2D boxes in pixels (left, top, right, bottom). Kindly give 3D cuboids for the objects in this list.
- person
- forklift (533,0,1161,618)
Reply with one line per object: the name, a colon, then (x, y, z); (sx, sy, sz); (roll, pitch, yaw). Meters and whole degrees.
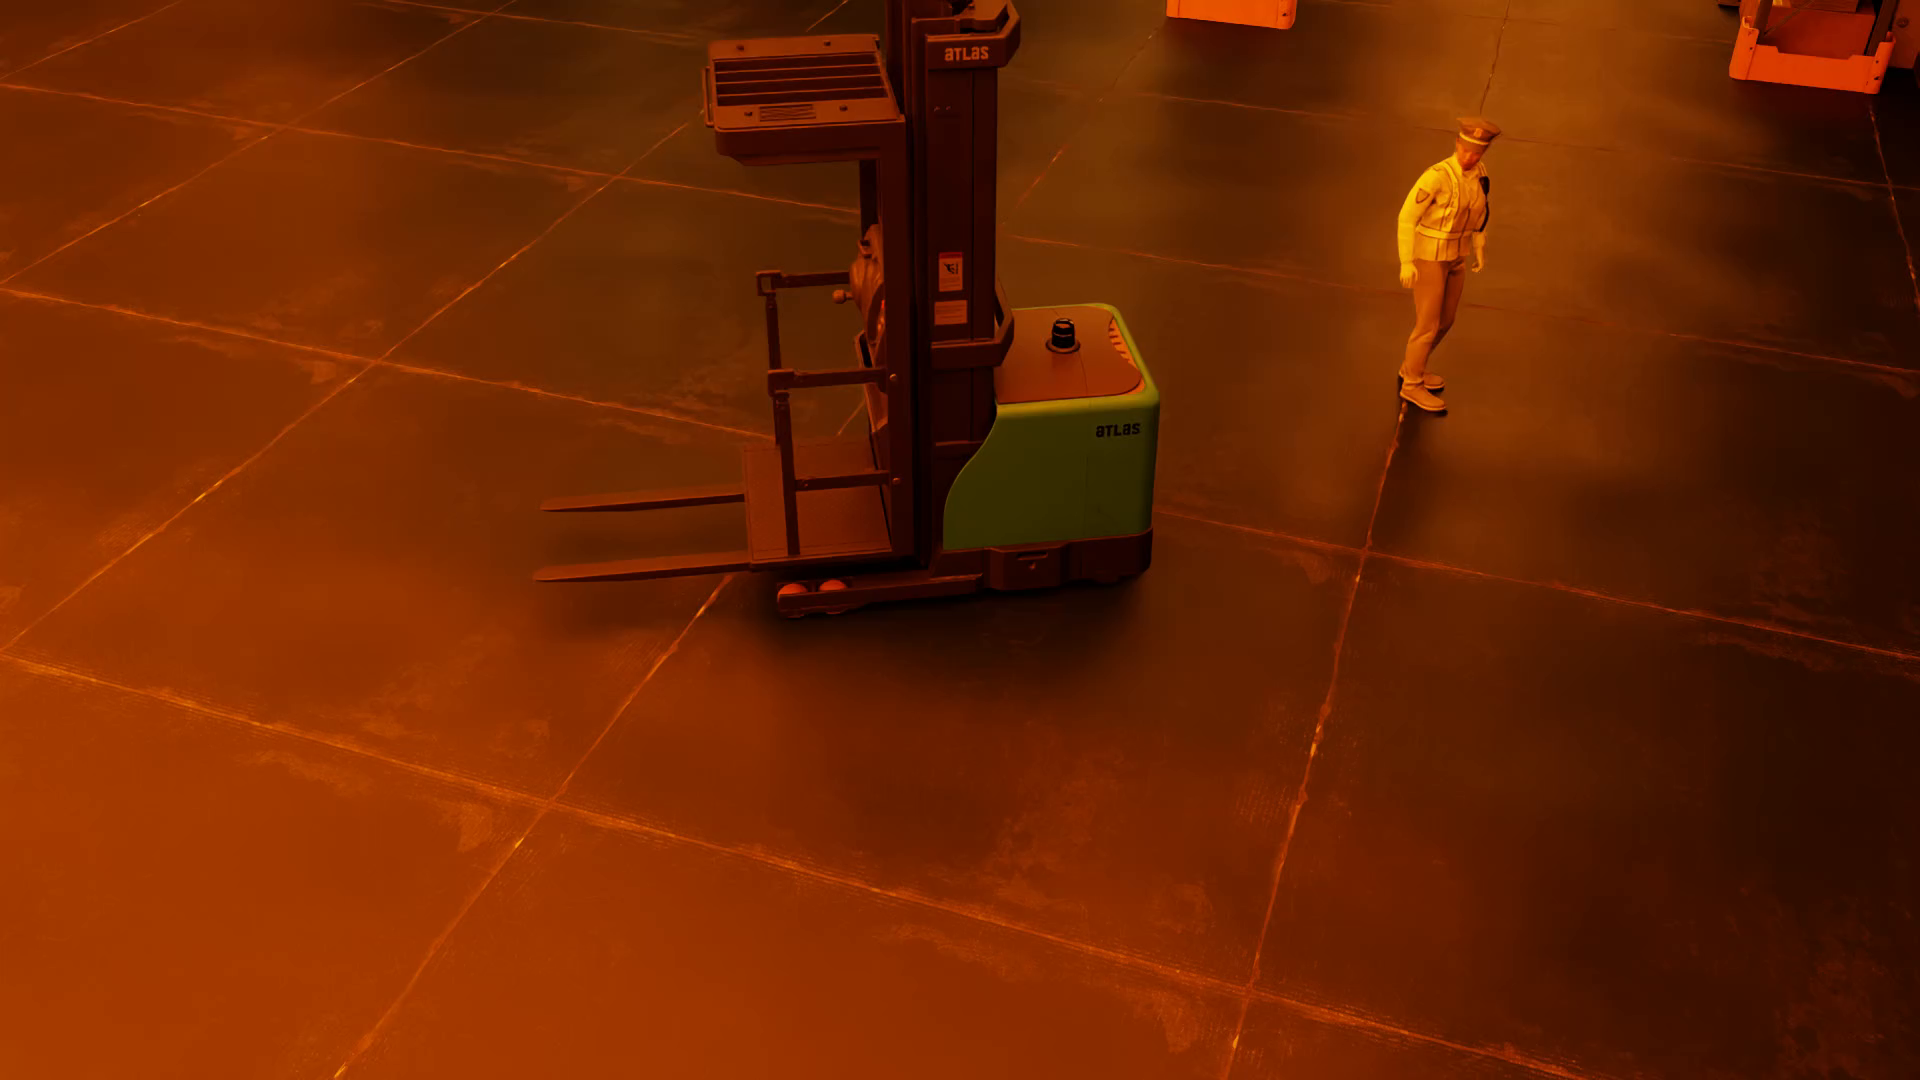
person: (2.775, -1.569, 9.426); (0.677, 1.660, 0.451); (-25, 43, -31)
forklift: (-0.604, -1.144, 7.724); (3.031, 2.935, 1.130); (-5, 36, -7)
